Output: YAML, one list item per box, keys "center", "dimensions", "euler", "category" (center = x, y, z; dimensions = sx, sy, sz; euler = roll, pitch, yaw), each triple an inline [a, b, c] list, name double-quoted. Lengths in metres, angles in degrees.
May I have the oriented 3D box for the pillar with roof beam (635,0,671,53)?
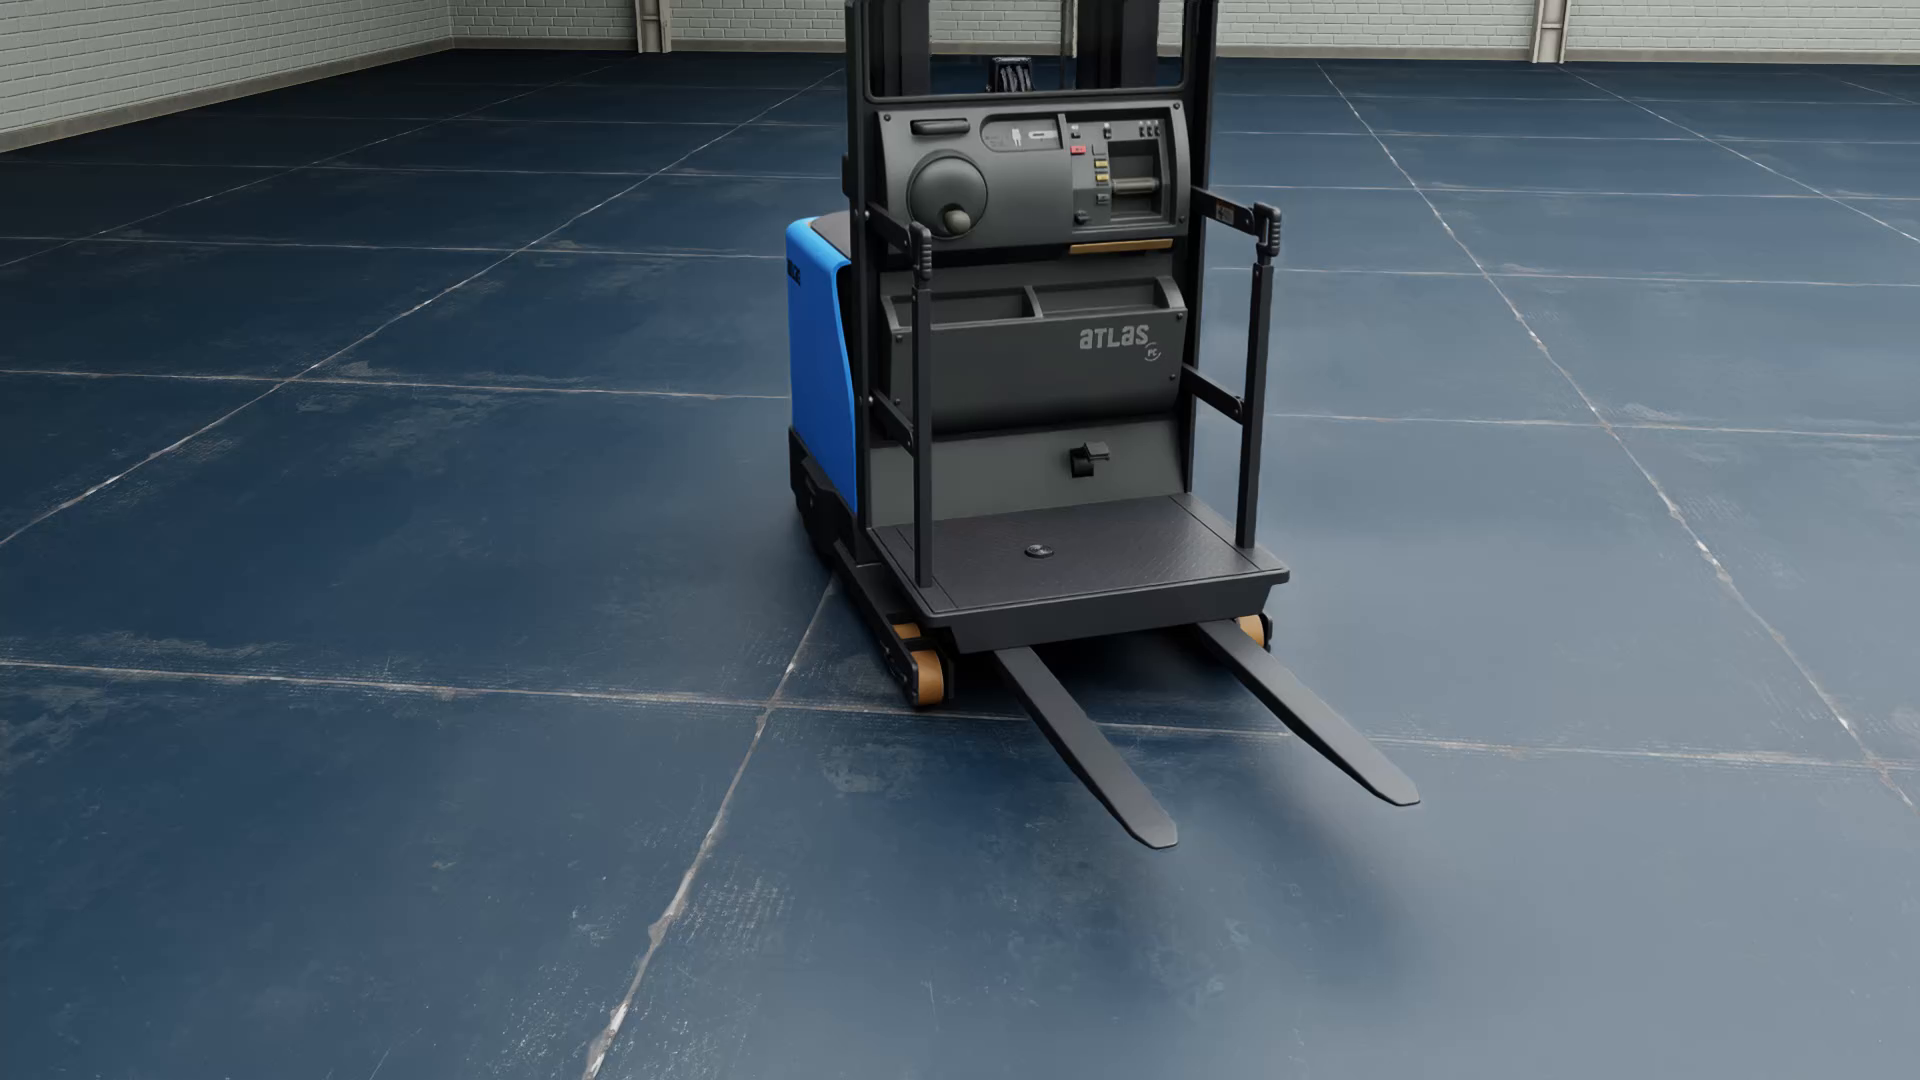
- center: [-4.745, -9.404, 17.487]
  dimensions: [0.400, 9.000, 9.100]
  euler: [2, 22, 6]
  category: "pillar with roof beam"

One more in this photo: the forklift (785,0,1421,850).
- center: [0.290, -1.051, 4.611]
  dimensions: [1.130, 2.935, 3.031]
  euler: [-7, 22, -16]
  category: "forklift"

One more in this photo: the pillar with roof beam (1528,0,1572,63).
- center: [7.172, -8.885, 16.174]
  dimensions: [0.400, 9.000, 9.100]
  euler: [2, 22, 6]
  category: "pillar with roof beam"

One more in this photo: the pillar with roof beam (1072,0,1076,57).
- center: [1.214, -9.144, 16.830]
  dimensions: [0.400, 9.000, 9.100]
  euler: [2, 22, 6]
  category: "pillar with roof beam"
